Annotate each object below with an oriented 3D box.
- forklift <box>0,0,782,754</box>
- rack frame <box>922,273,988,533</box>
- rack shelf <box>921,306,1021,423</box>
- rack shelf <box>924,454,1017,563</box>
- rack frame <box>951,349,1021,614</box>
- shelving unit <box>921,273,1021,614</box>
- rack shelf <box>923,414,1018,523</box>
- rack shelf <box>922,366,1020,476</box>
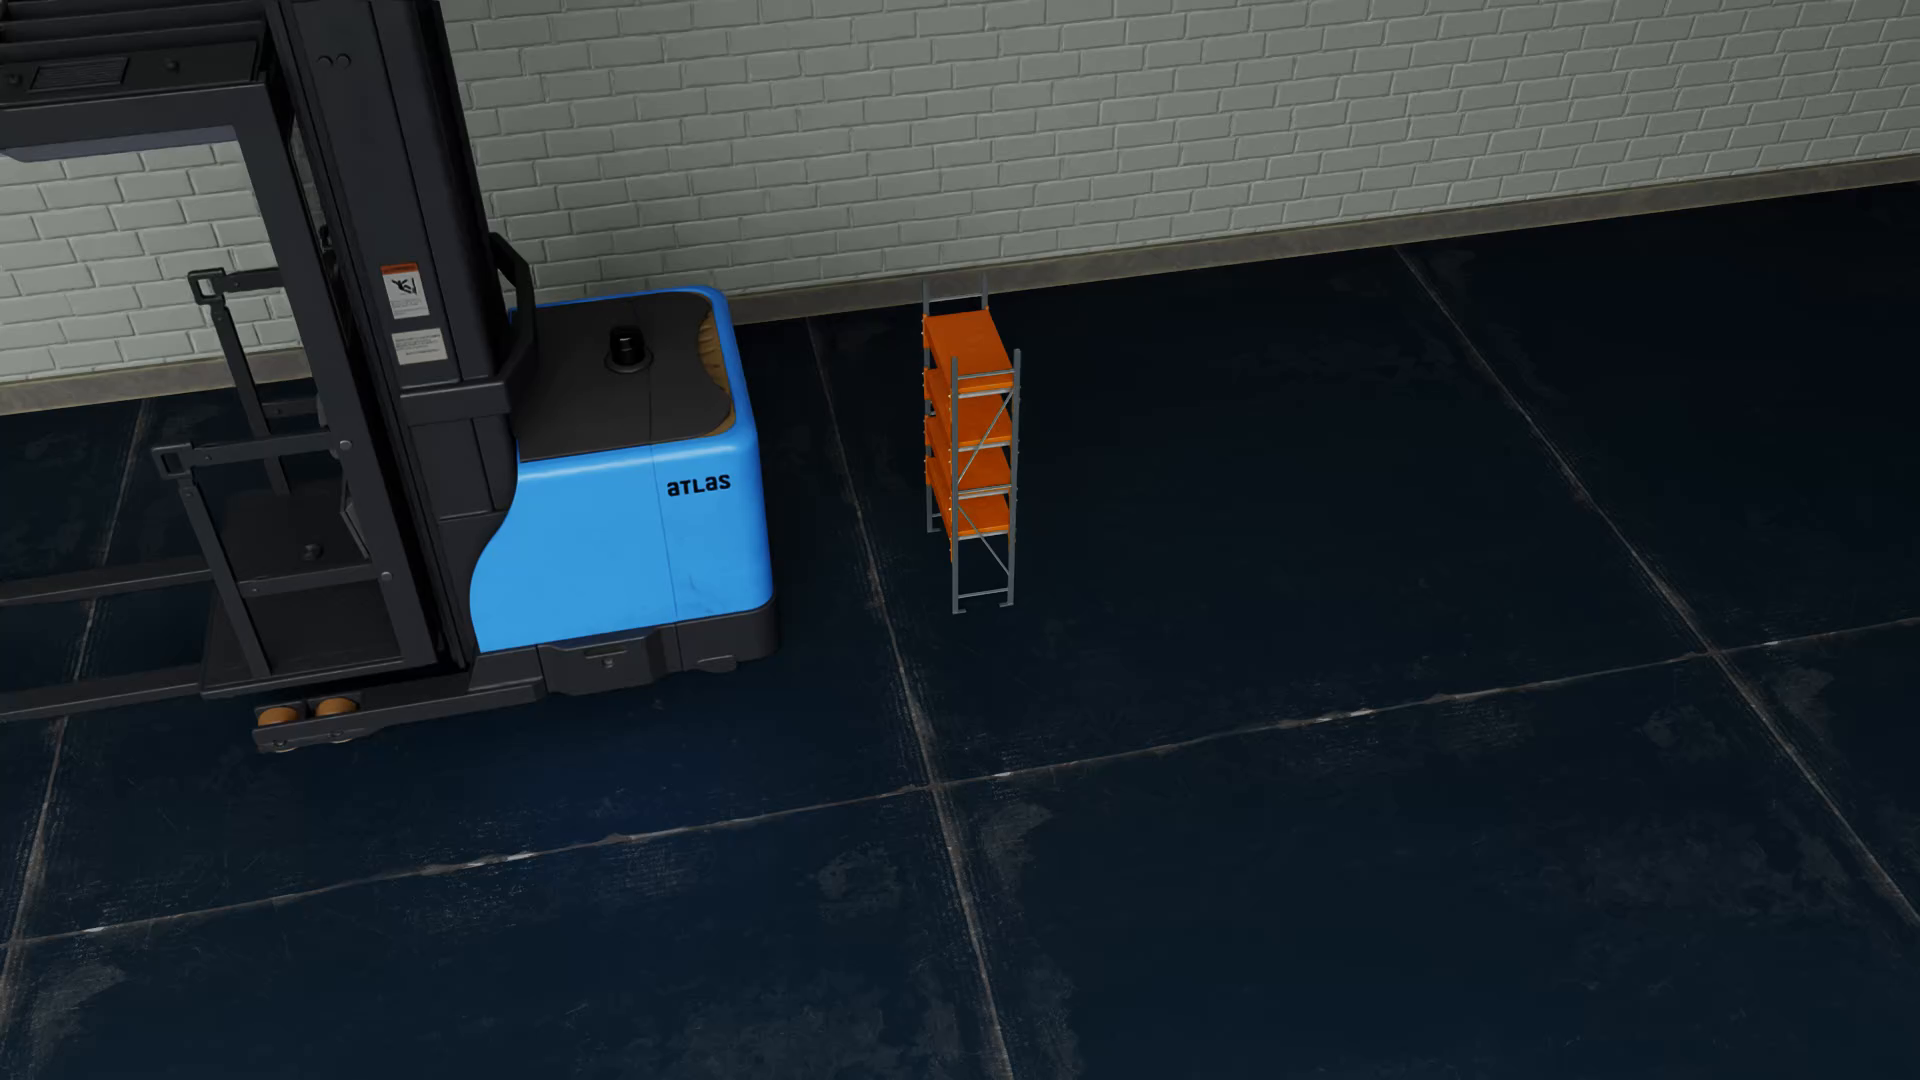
[{"bbox_3d":[-2.240,-0.730,5.365,3.031,2.935,1.130,-9,42,-10],"label":"forklift"},{"bbox_3d":[-0.017,-0.500,6.409,0.240,1.200,0.015,-8,42,-9],"label":"rack frame"},{"bbox_3d":[0.036,-0.635,5.970,0.258,0.148,0.480,-8,42,-9],"label":"rack shelf"},{"bbox_3d":[0.036,-0.143,6.407,0.258,0.148,0.480,-8,42,-9],"label":"rack shelf"},{"bbox_3d":[0.088,-0.183,6.053,0.240,1.200,0.015,-8,42,-9],"label":"rack frame"},{"bbox_3d":[0.036,-0.341,6.231,0.258,1.200,0.503,-8,42,-9],"label":"shelving unit"},{"bbox_3d":[0.036,-0.291,6.275,0.258,0.148,0.480,-8,42,-9],"label":"rack shelf"},{"bbox_3d":[0.036,-0.458,6.127,0.258,0.148,0.480,-8,42,-9],"label":"rack shelf"}]
